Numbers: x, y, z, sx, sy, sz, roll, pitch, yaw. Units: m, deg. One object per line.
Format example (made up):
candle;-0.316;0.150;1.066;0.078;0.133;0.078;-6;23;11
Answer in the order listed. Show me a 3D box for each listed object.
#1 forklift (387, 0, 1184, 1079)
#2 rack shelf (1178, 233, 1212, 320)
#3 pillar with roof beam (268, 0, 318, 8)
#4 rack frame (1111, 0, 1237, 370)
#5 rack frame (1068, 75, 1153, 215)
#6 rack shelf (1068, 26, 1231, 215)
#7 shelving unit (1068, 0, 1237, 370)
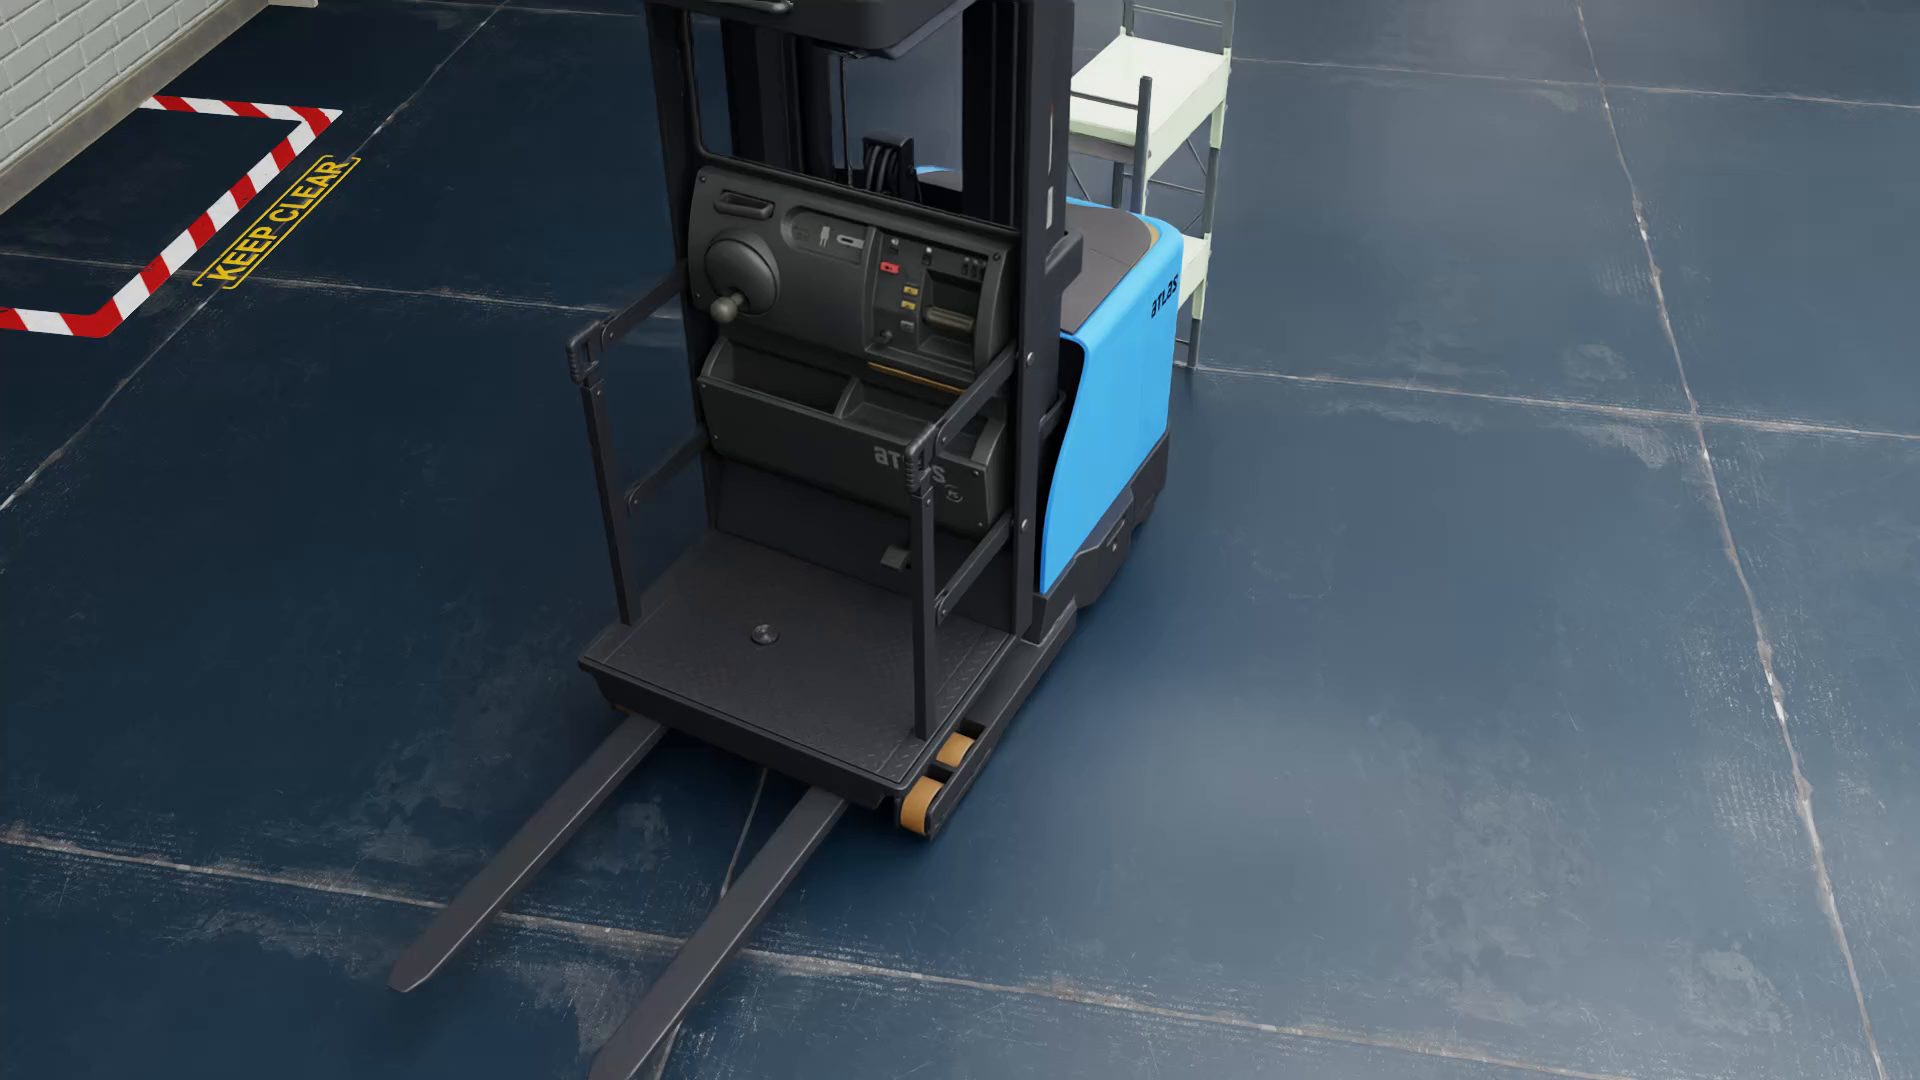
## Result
forklift;-0.407;-0.620;4.200;1.130;2.935;3.031;19;43;21
rack shelf;0.583;-0.855;6.119;0.431;0.370;0.720;19;43;21
pillar with roof beam;0.477;-6.140;6.114;9.100;9.000;0.400;6;40;8
rack frame;0.754;-1.313;6.161;0.400;1.500;0.023;19;43;21
rack frame;0.412;-0.900;5.662;0.400;1.500;0.023;19;43;21
rack shelf;0.583;-1.407;5.663;0.431;0.370;0.720;19;43;21
shelving unit;0.583;-1.106;5.911;0.431;1.500;0.755;19;43;21
